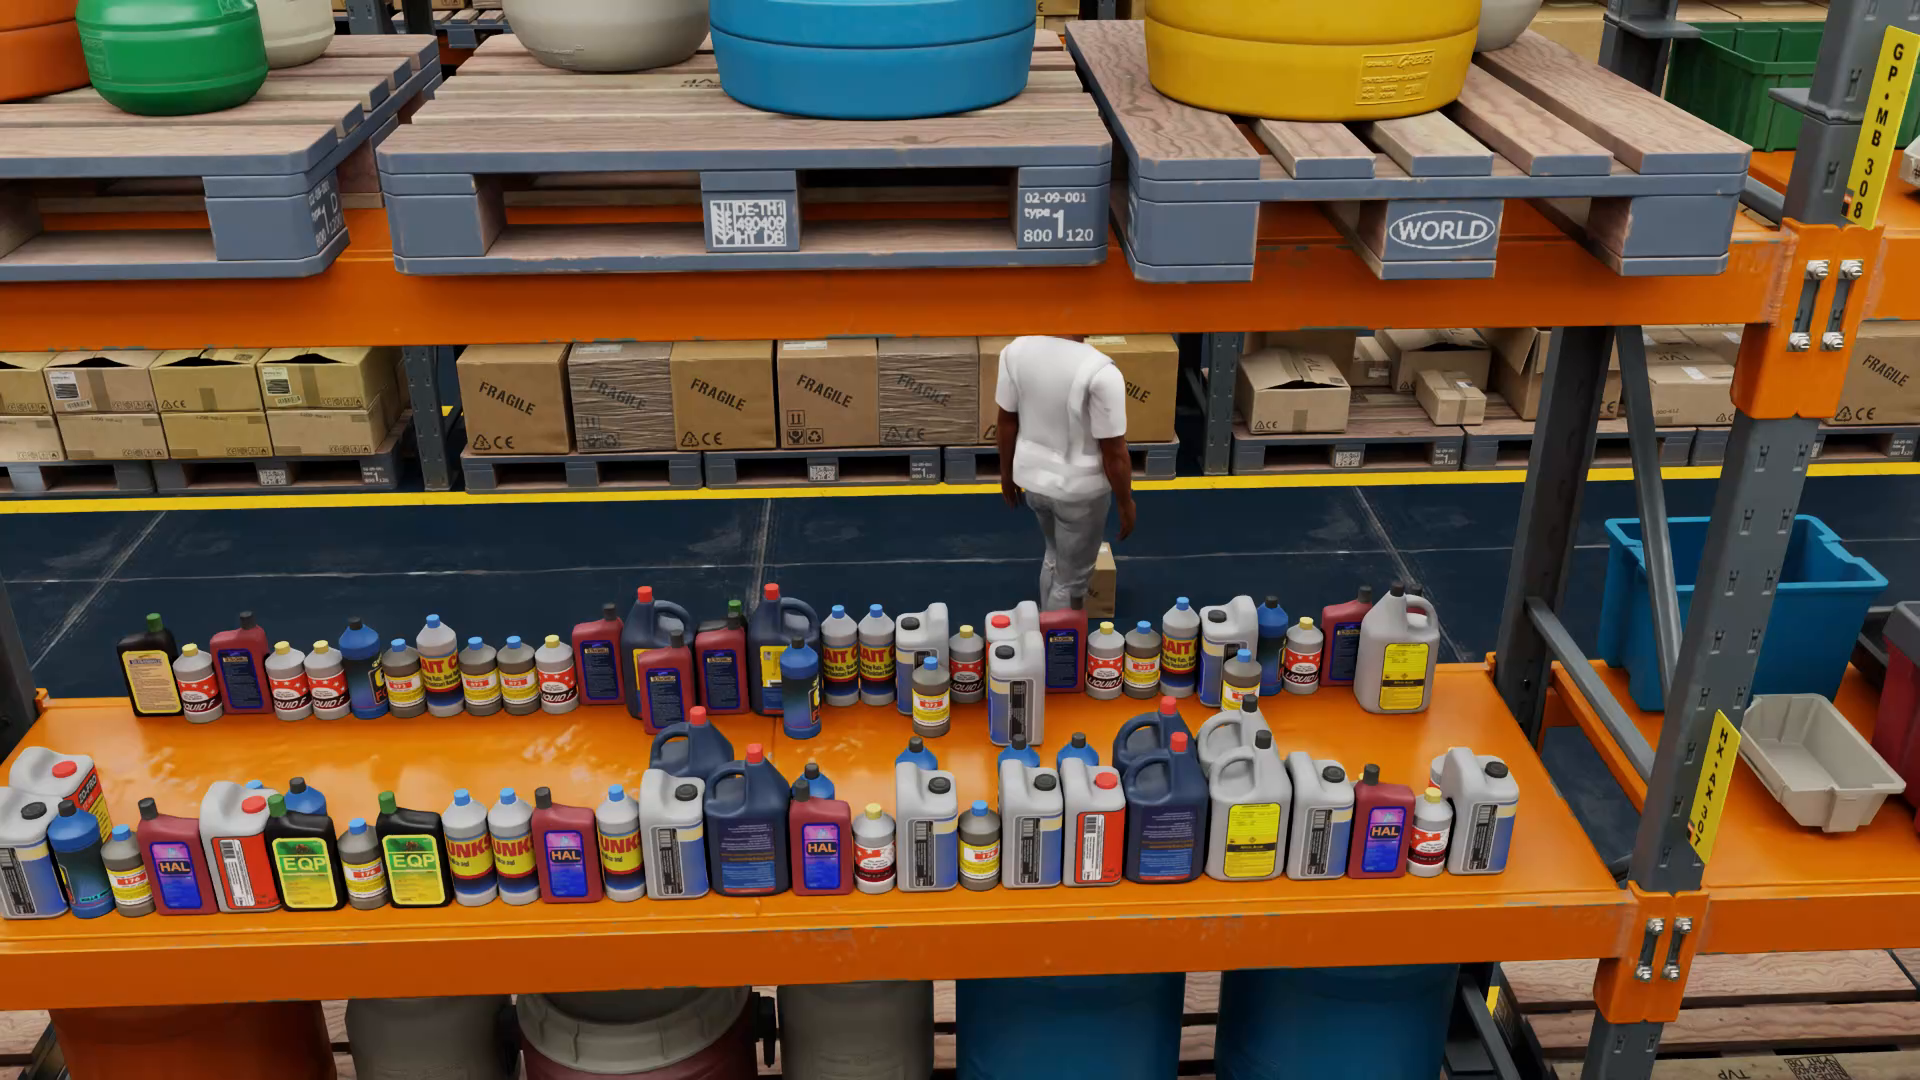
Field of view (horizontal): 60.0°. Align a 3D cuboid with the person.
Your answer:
[{"bbox_3d":[0.477,-0.227,6.555,0.589,1.812,0.523,23,35,37],"label":"person"}]
